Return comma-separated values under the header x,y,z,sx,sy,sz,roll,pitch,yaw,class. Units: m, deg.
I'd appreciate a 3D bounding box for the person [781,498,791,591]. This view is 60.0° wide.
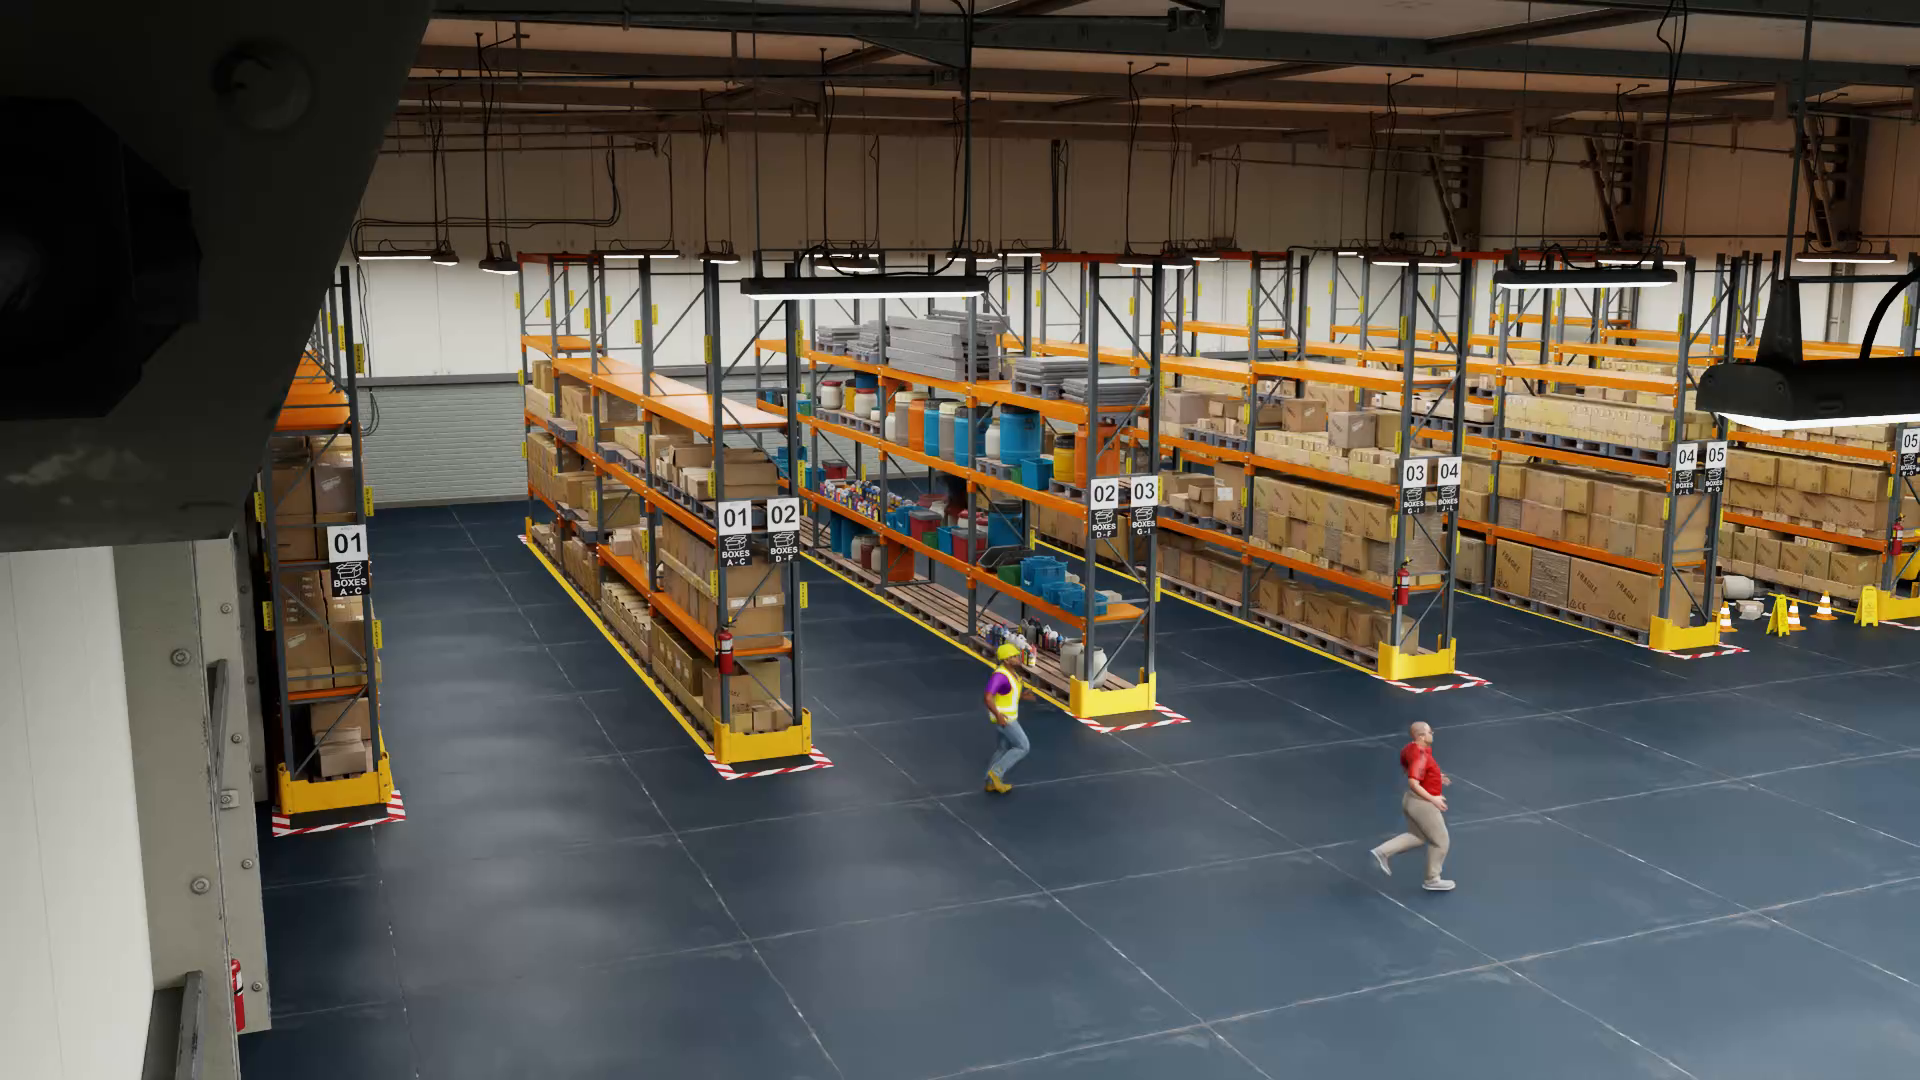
x,y,z,sx,sy,sz,roll,pitch,yaw,class
-2.982,0.056,28.516,0.568,1.681,0.846,-6,12,-31,person

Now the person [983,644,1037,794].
x,y,z,sx,sy,sz,roll,pitch,yaw,class
0.579,2.034,19.066,0.614,1.729,0.676,0,10,2,person

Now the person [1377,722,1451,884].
x,y,z,sx,sy,sz,roll,pitch,yaw,class
4.463,2.556,16.196,0.693,1.621,0.674,0,10,-1,person

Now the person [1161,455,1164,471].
x,y,z,sx,sy,sz,roll,pitch,yaw,class
4.901,-2.098,41.766,0.841,1.703,0.772,3,11,17,person
